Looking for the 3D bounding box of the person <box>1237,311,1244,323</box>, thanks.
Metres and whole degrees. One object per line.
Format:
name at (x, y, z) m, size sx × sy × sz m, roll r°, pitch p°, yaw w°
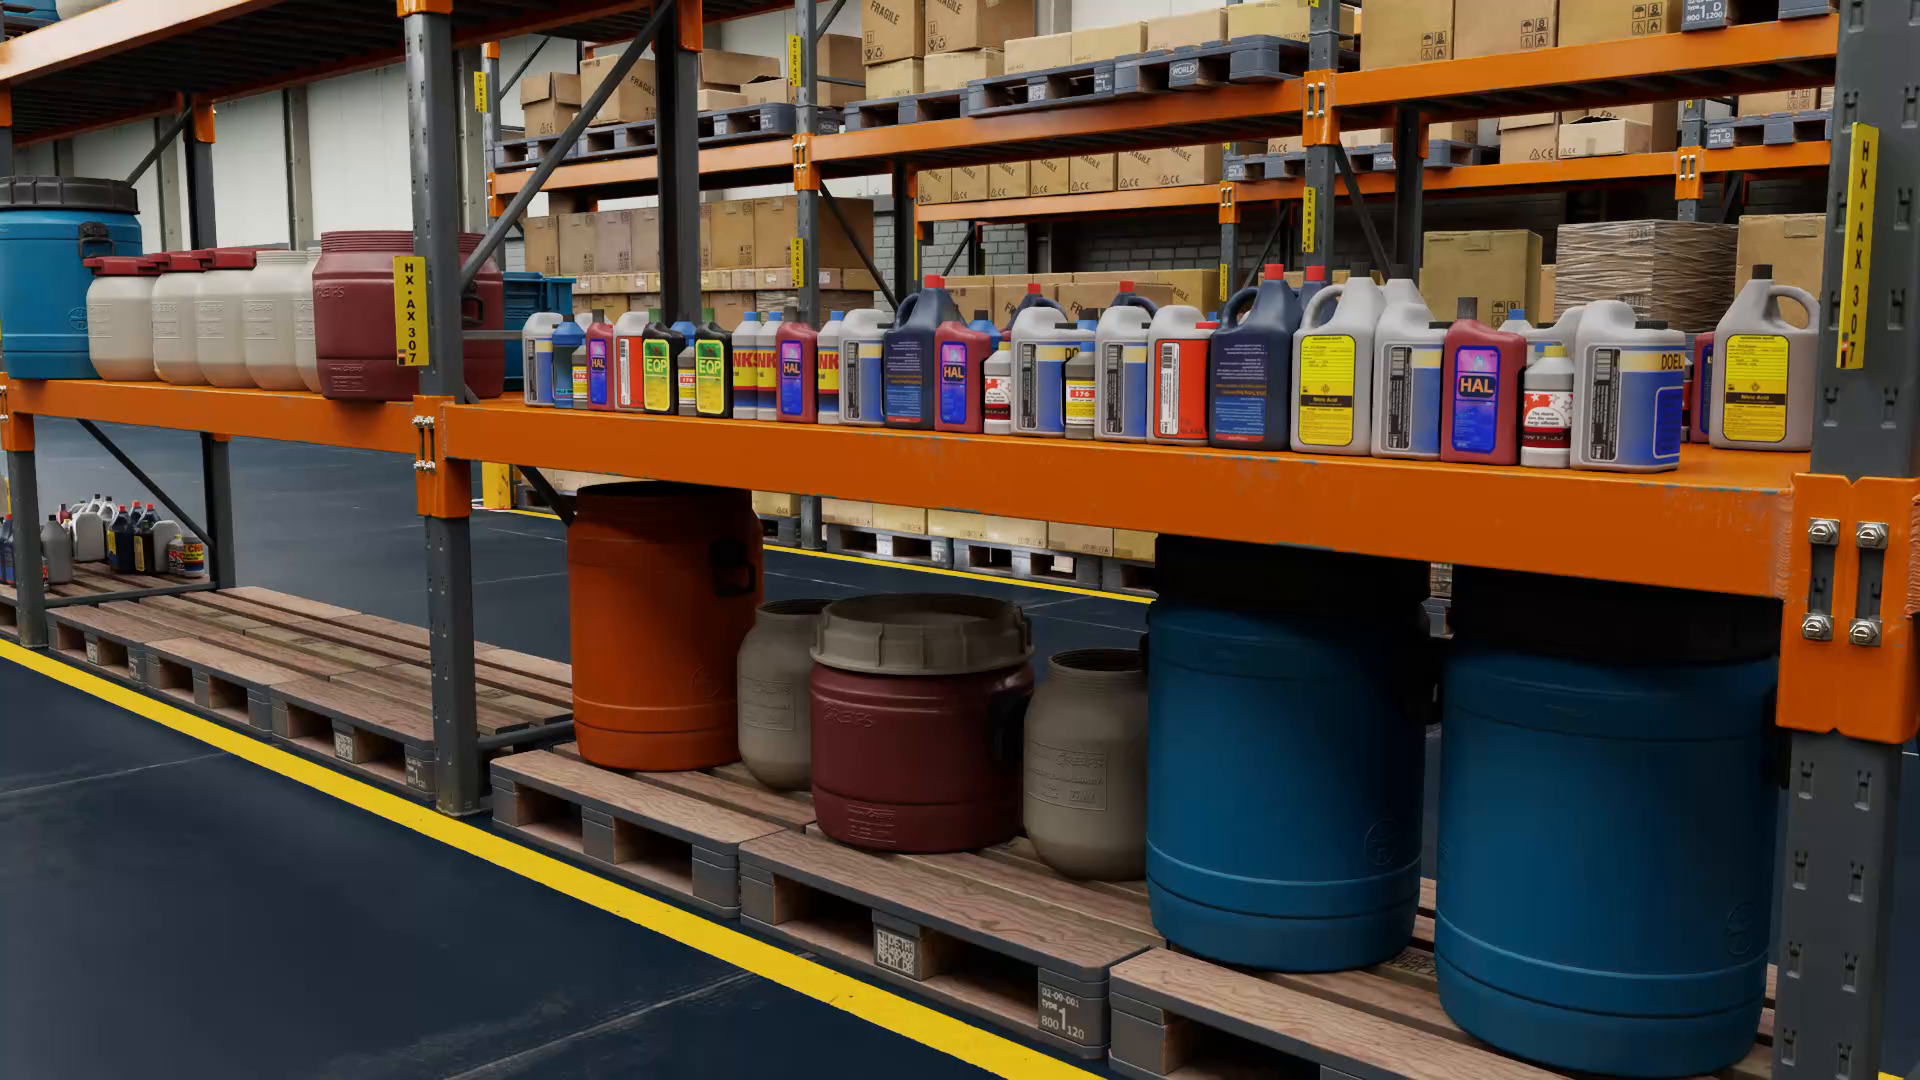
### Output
person at (1.171, -0.156, 7.069) m, size 0.446 × 1.585 × 0.359 m, roll 7°, pitch 10°, yaw 42°
